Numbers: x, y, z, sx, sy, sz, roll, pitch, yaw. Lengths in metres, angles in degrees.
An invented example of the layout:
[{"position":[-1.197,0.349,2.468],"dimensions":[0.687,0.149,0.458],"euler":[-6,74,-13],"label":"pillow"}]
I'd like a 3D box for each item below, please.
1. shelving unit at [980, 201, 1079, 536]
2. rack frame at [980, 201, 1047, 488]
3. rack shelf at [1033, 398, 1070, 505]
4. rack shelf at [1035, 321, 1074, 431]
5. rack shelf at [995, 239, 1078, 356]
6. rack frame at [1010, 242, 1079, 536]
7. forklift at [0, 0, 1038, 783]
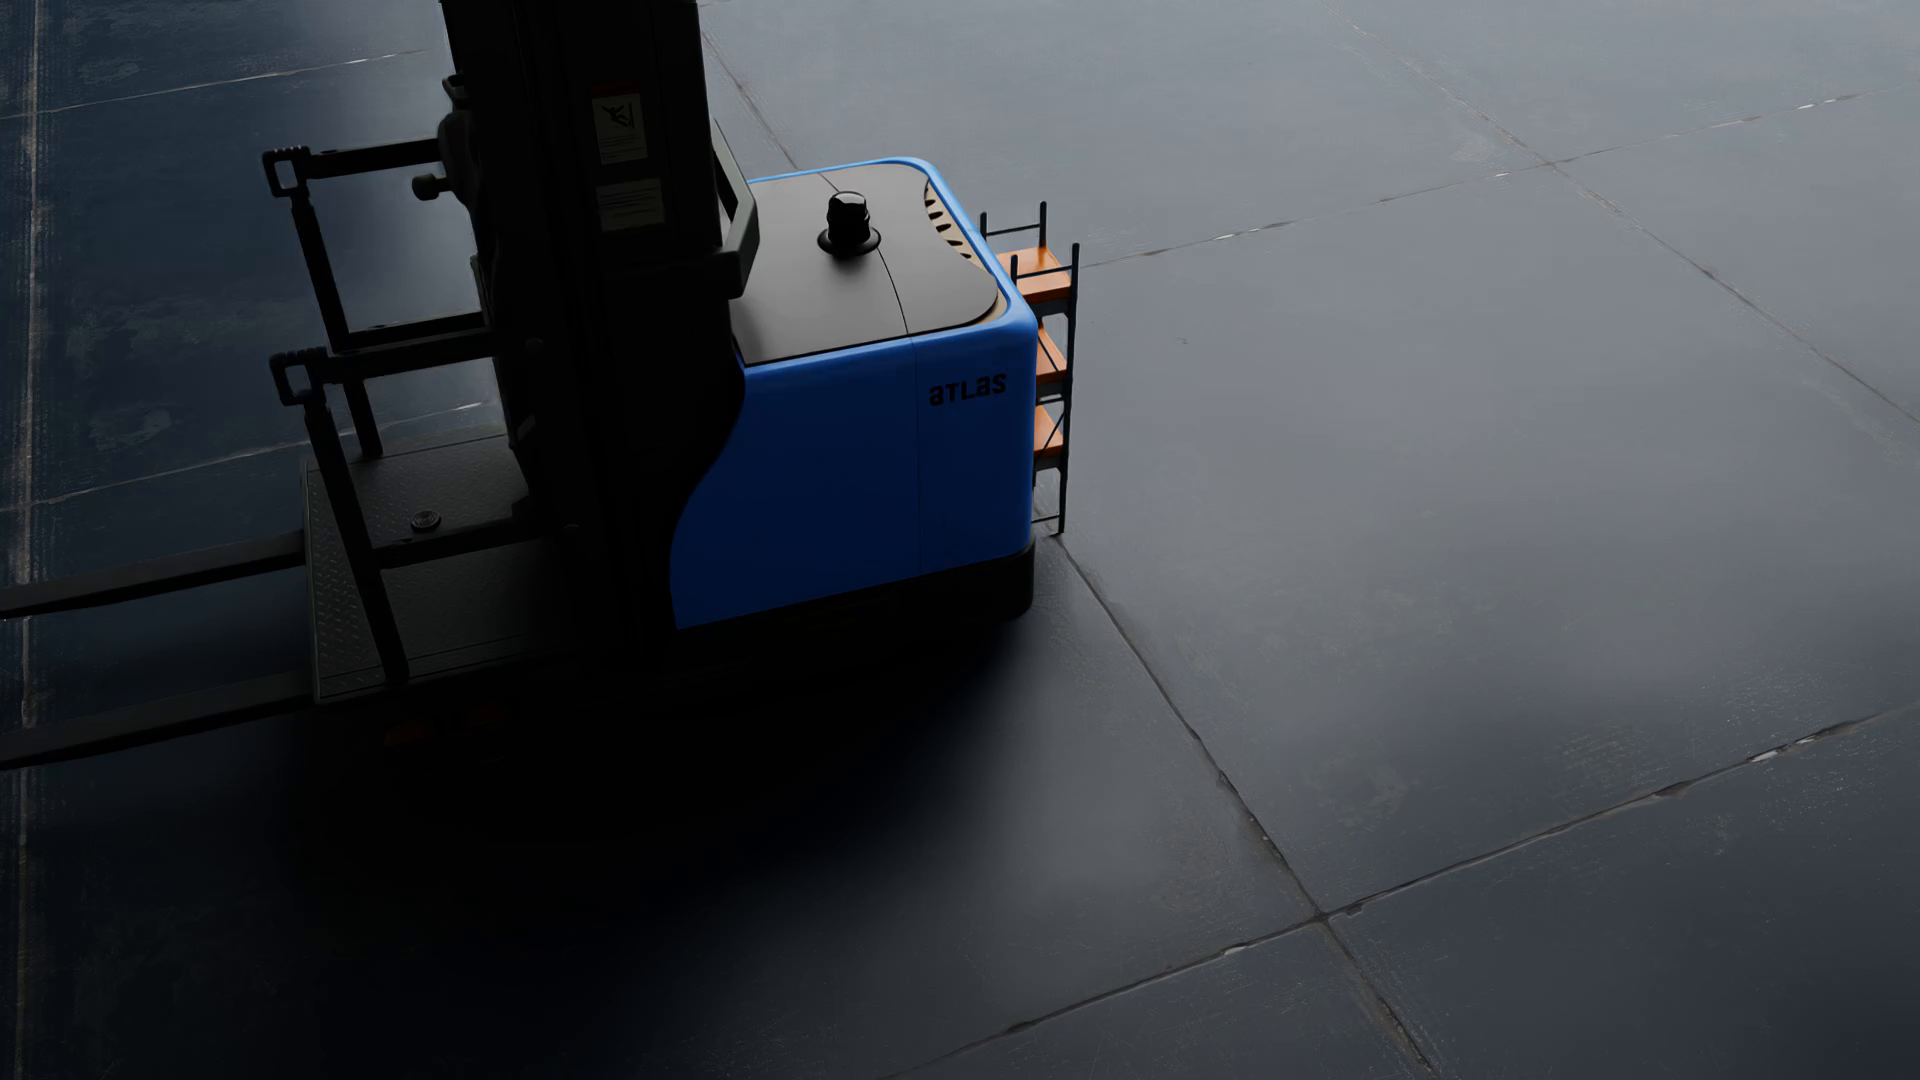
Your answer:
[{"position":[0.194,-0.476,4.998],"dimensions":[0.215,1.050,0.252],"euler":[-13,42,-15],"label":"shelving unit"},{"position":[0.153,-0.551,5.085],"dimensions":[0.200,1.050,0.008],"euler":[-13,42,-15],"label":"rack frame"},{"position":[0.194,-0.257,5.186],"dimensions":[0.215,0.259,0.240],"euler":[-13,42,-15],"label":"rack shelf"},{"position":[0.194,-0.468,5.005],"dimensions":[0.215,0.259,0.240],"euler":[-13,42,-15],"label":"rack shelf"},{"position":[0.194,-0.683,4.820],"dimensions":[0.215,0.259,0.240],"euler":[-13,42,-15],"label":"rack shelf"},{"position":[0.234,-0.401,4.911],"dimensions":[0.200,1.050,0.008],"euler":[-13,42,-15],"label":"rack frame"},{"position":[-1.358,-0.853,3.994],"dimensions":[3.031,2.935,1.130],"euler":[-12,42,-14],"label":"forklift"}]
